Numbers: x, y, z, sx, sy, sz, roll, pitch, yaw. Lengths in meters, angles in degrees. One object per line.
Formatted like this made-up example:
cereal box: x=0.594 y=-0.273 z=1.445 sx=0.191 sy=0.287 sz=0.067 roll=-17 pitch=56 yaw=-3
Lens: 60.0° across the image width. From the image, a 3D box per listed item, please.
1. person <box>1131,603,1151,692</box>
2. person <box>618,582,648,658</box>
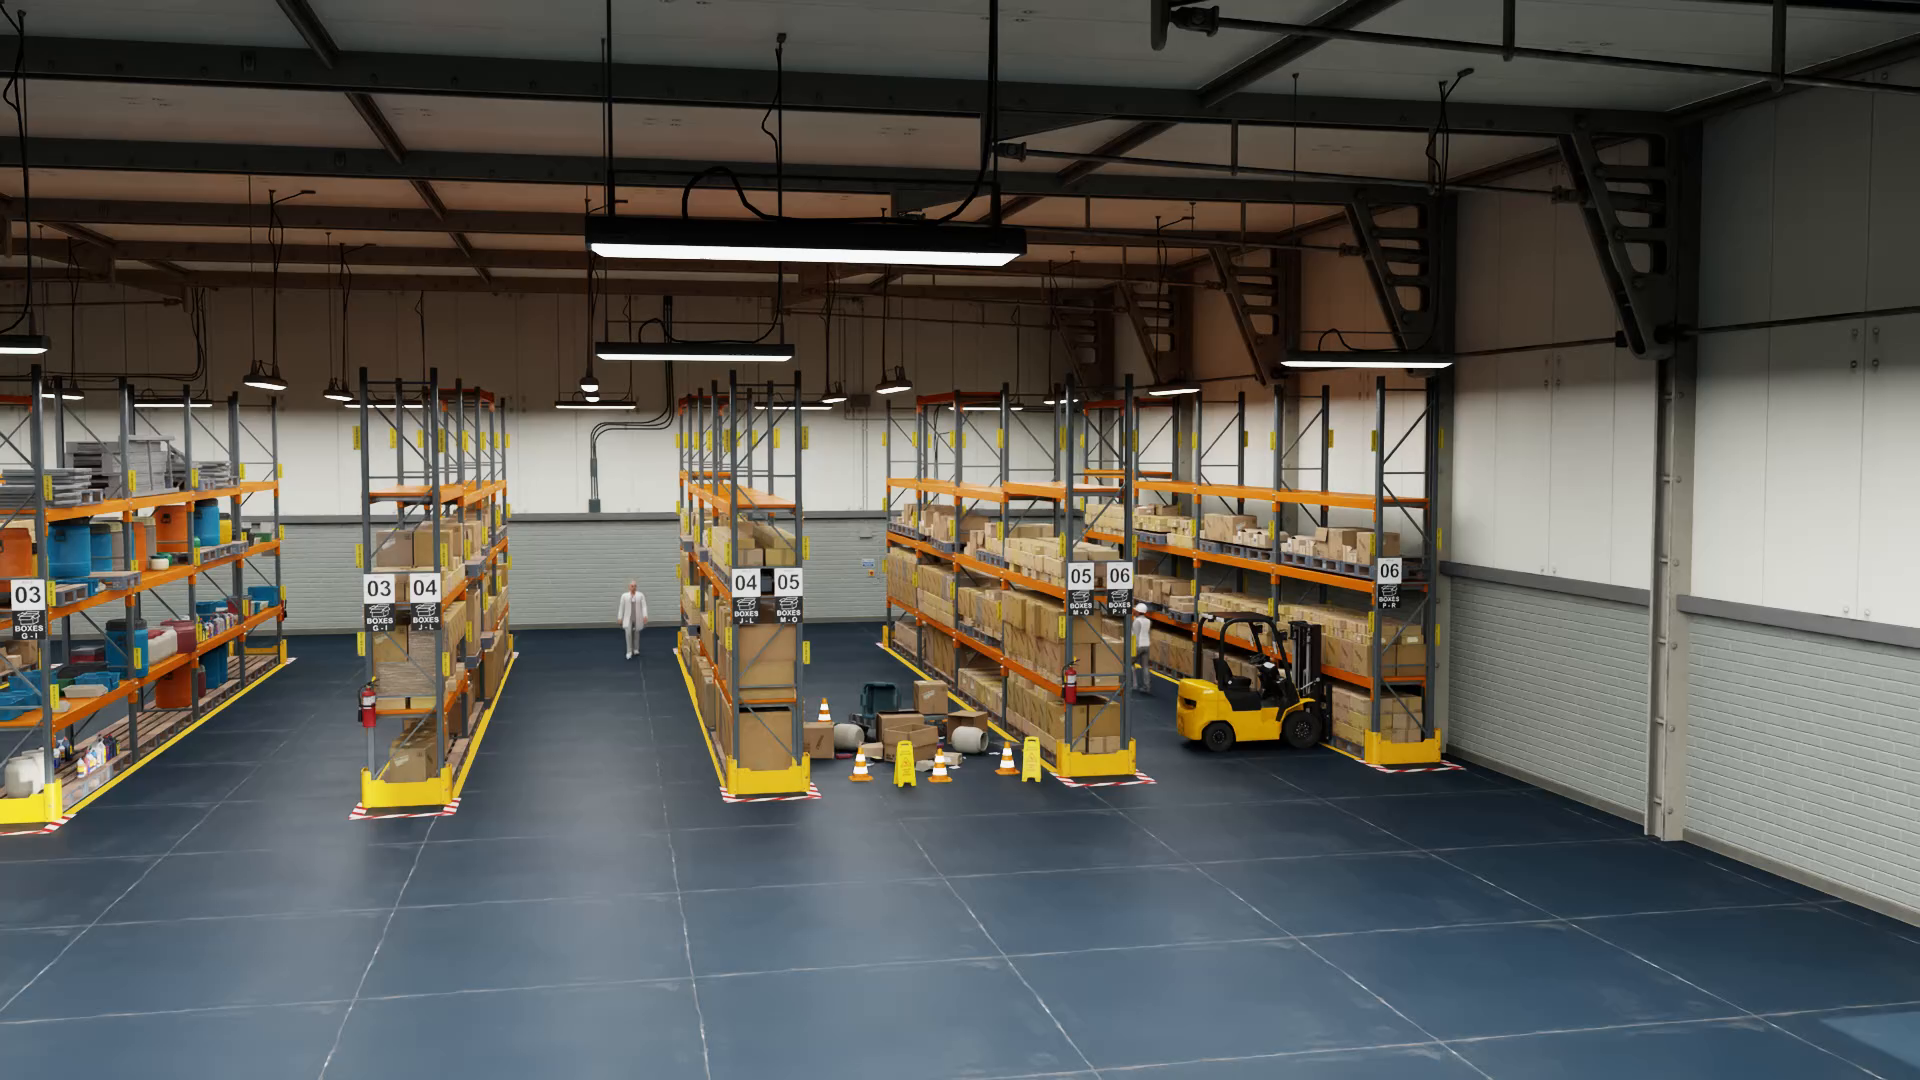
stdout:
person: x=3.627 y=2.167 z=33.106 sx=0.531 sy=1.810 sz=0.558 roll=-2 pitch=4 yaw=-29
person: x=-7.568 y=1.824 z=38.454 sx=0.690 sy=1.718 sz=1.102 roll=-1 pitch=3 yaw=-11
